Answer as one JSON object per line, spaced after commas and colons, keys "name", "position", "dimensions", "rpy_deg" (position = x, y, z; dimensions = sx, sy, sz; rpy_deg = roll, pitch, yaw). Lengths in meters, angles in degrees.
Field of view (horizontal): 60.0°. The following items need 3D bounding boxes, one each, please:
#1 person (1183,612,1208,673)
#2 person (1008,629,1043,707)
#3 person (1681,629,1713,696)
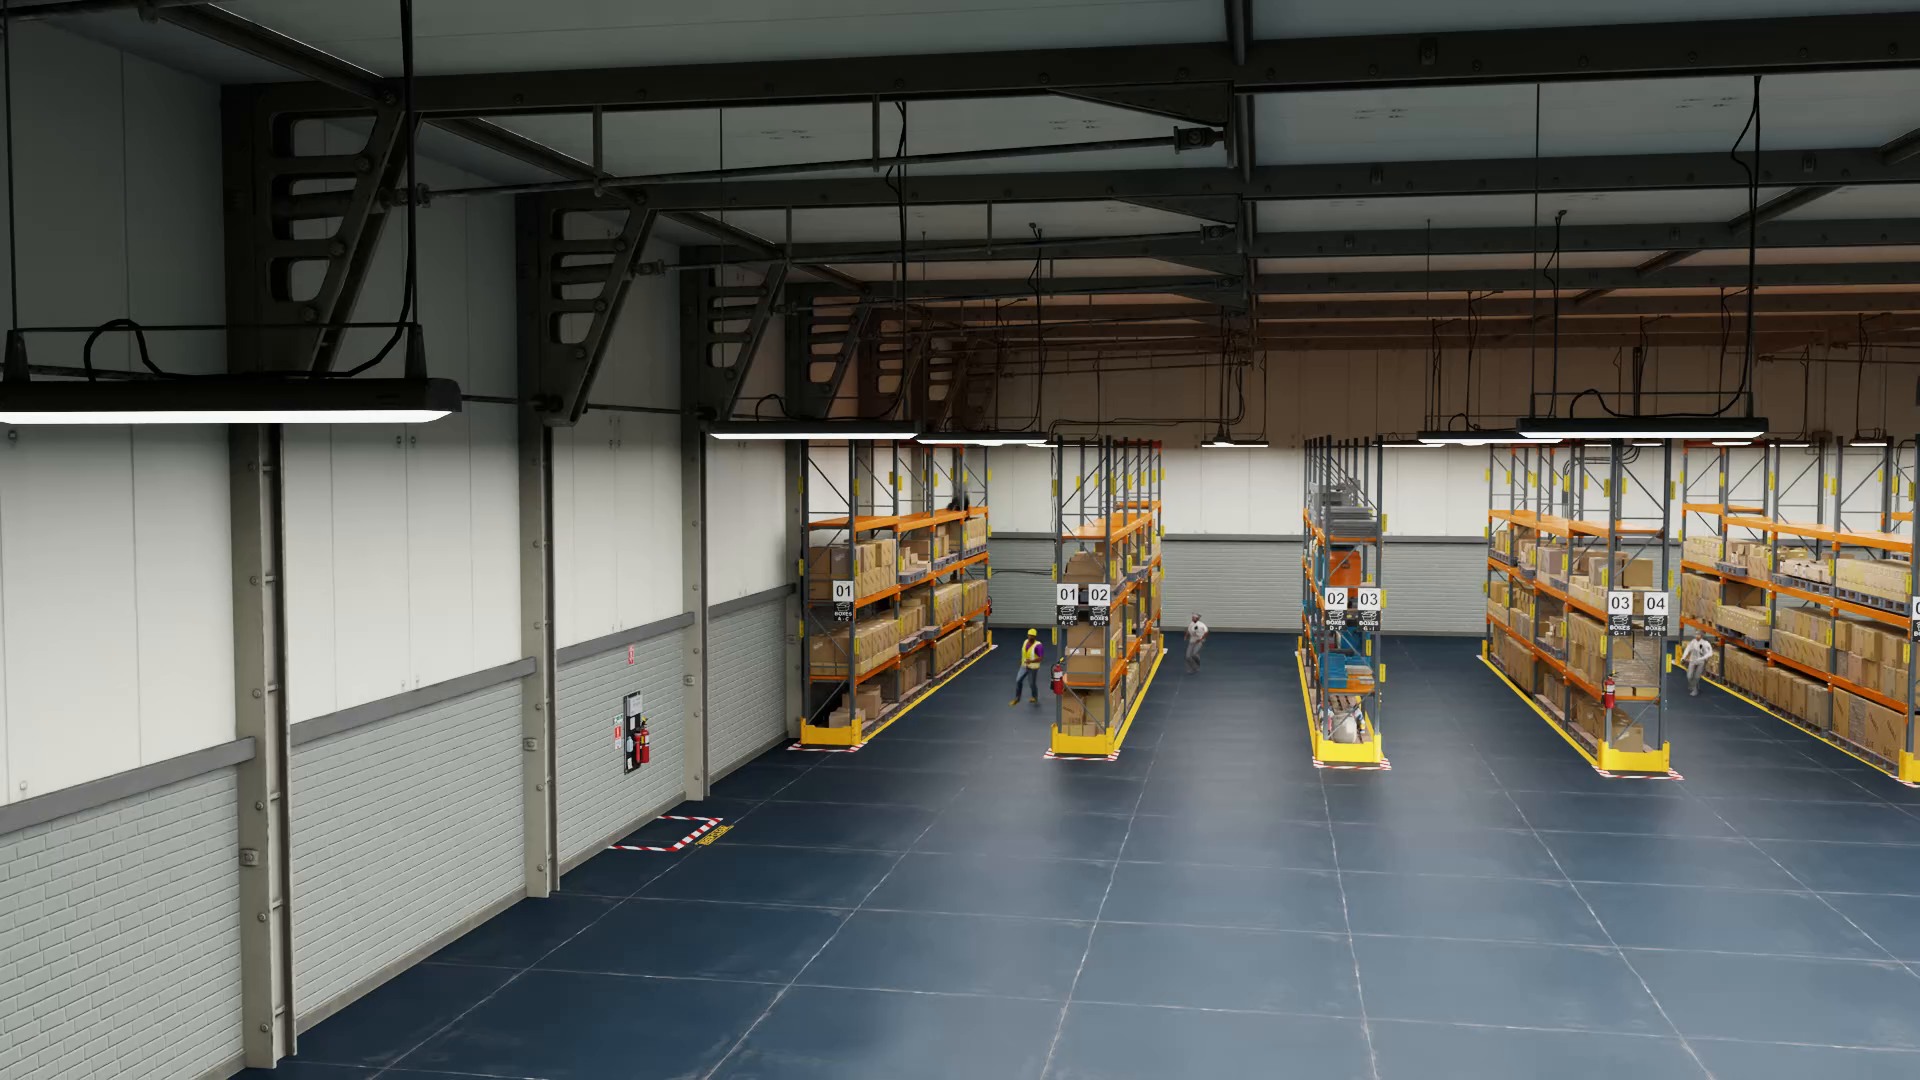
{"name": "person", "position": [6.046, 2.637, 42.617], "dimensions": [0.656, 1.607, 0.548], "rpy_deg": [3, 4, 39]}
{"name": "person", "position": [1.562, 2.831, 37.054], "dimensions": [0.743, 1.735, 0.833], "rpy_deg": [2, 4, 32]}
{"name": "person", "position": [17.222, 2.856, 38.814], "dimensions": [0.692, 1.593, 0.488], "rpy_deg": [3, 4, 40]}
